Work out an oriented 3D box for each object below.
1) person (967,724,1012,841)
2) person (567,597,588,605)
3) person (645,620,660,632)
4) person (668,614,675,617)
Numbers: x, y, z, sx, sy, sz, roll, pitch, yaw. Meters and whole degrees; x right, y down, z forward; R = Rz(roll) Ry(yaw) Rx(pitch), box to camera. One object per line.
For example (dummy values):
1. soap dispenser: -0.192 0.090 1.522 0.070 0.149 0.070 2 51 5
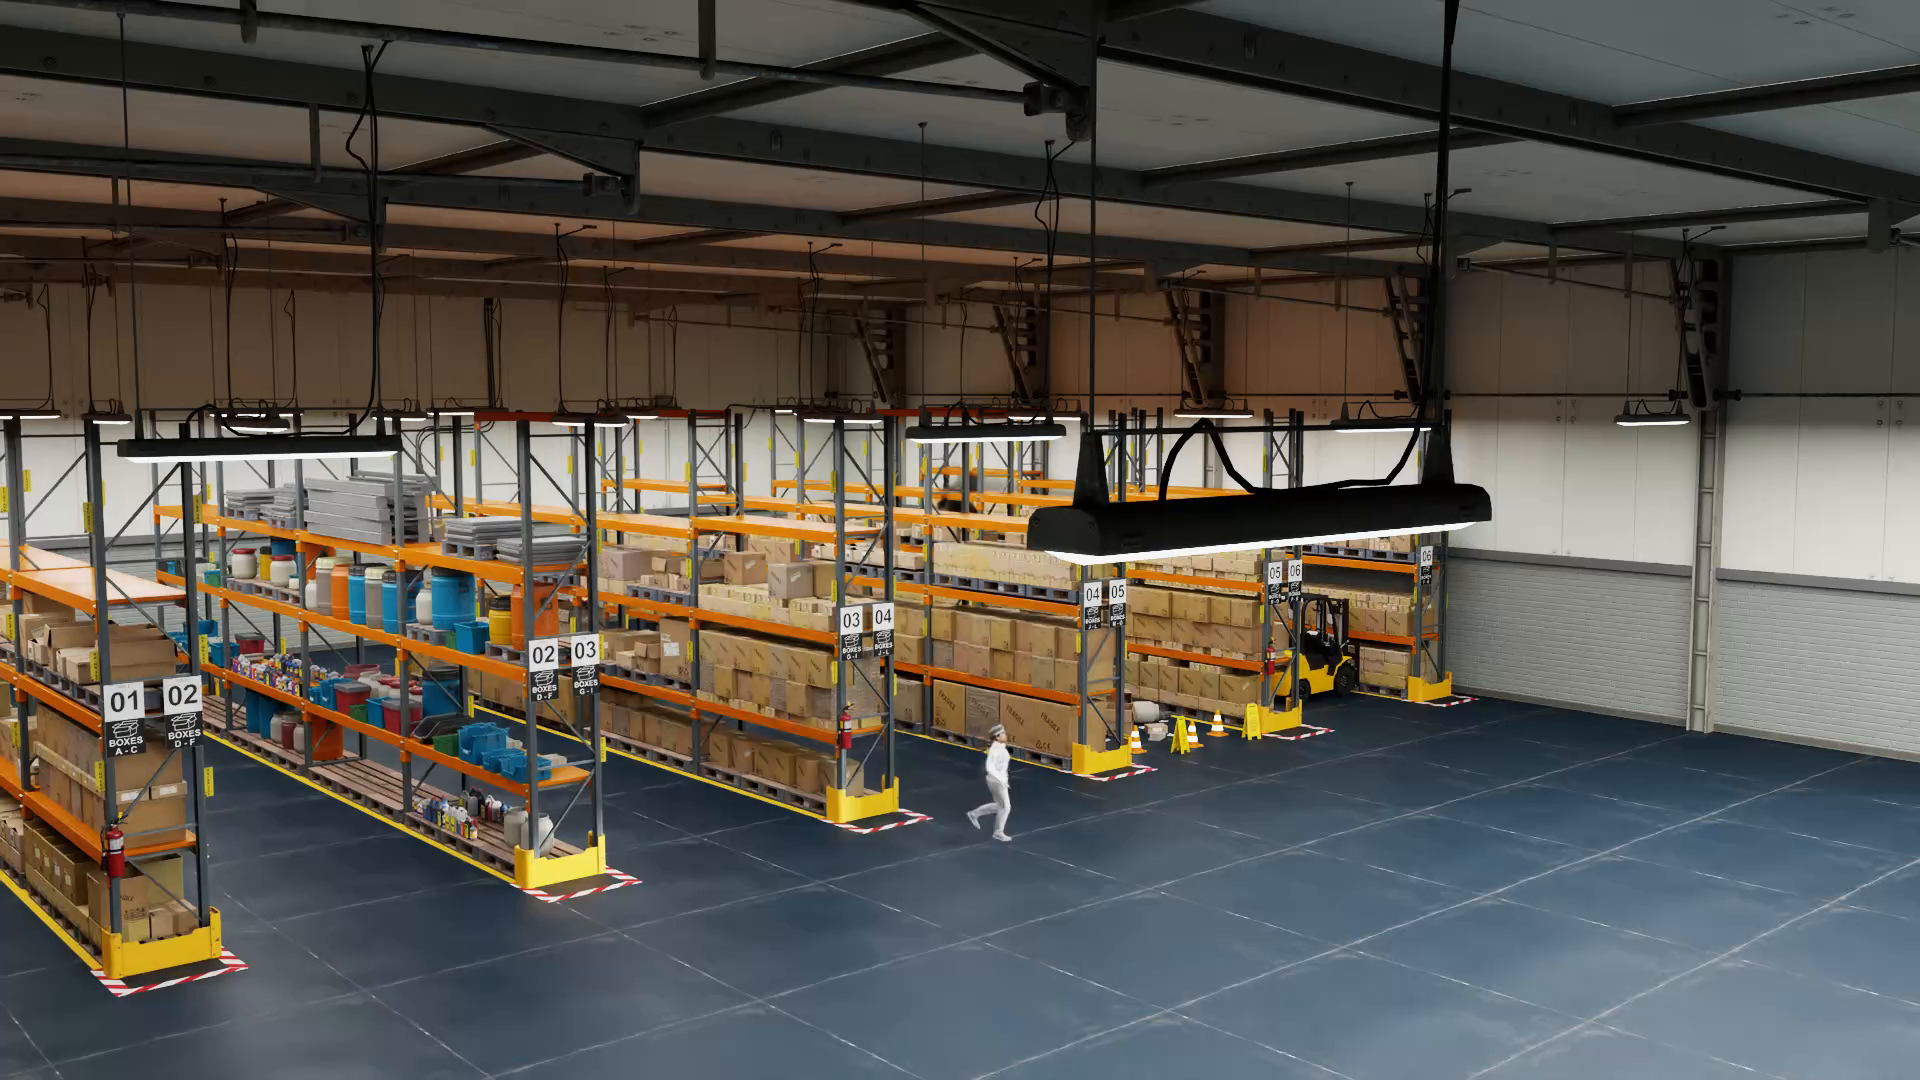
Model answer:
1. person: 0.436 3.439 23.602 0.615 1.699 0.557 1 5 6
2. person: -9.262 1.969 40.013 0.763 1.706 0.526 1 5 15
3. person: -7.614 1.889 41.250 0.534 1.649 0.684 1 5 13
4. person: -6.047 2.411 35.011 0.554 1.710 0.849 -4 6 -38
